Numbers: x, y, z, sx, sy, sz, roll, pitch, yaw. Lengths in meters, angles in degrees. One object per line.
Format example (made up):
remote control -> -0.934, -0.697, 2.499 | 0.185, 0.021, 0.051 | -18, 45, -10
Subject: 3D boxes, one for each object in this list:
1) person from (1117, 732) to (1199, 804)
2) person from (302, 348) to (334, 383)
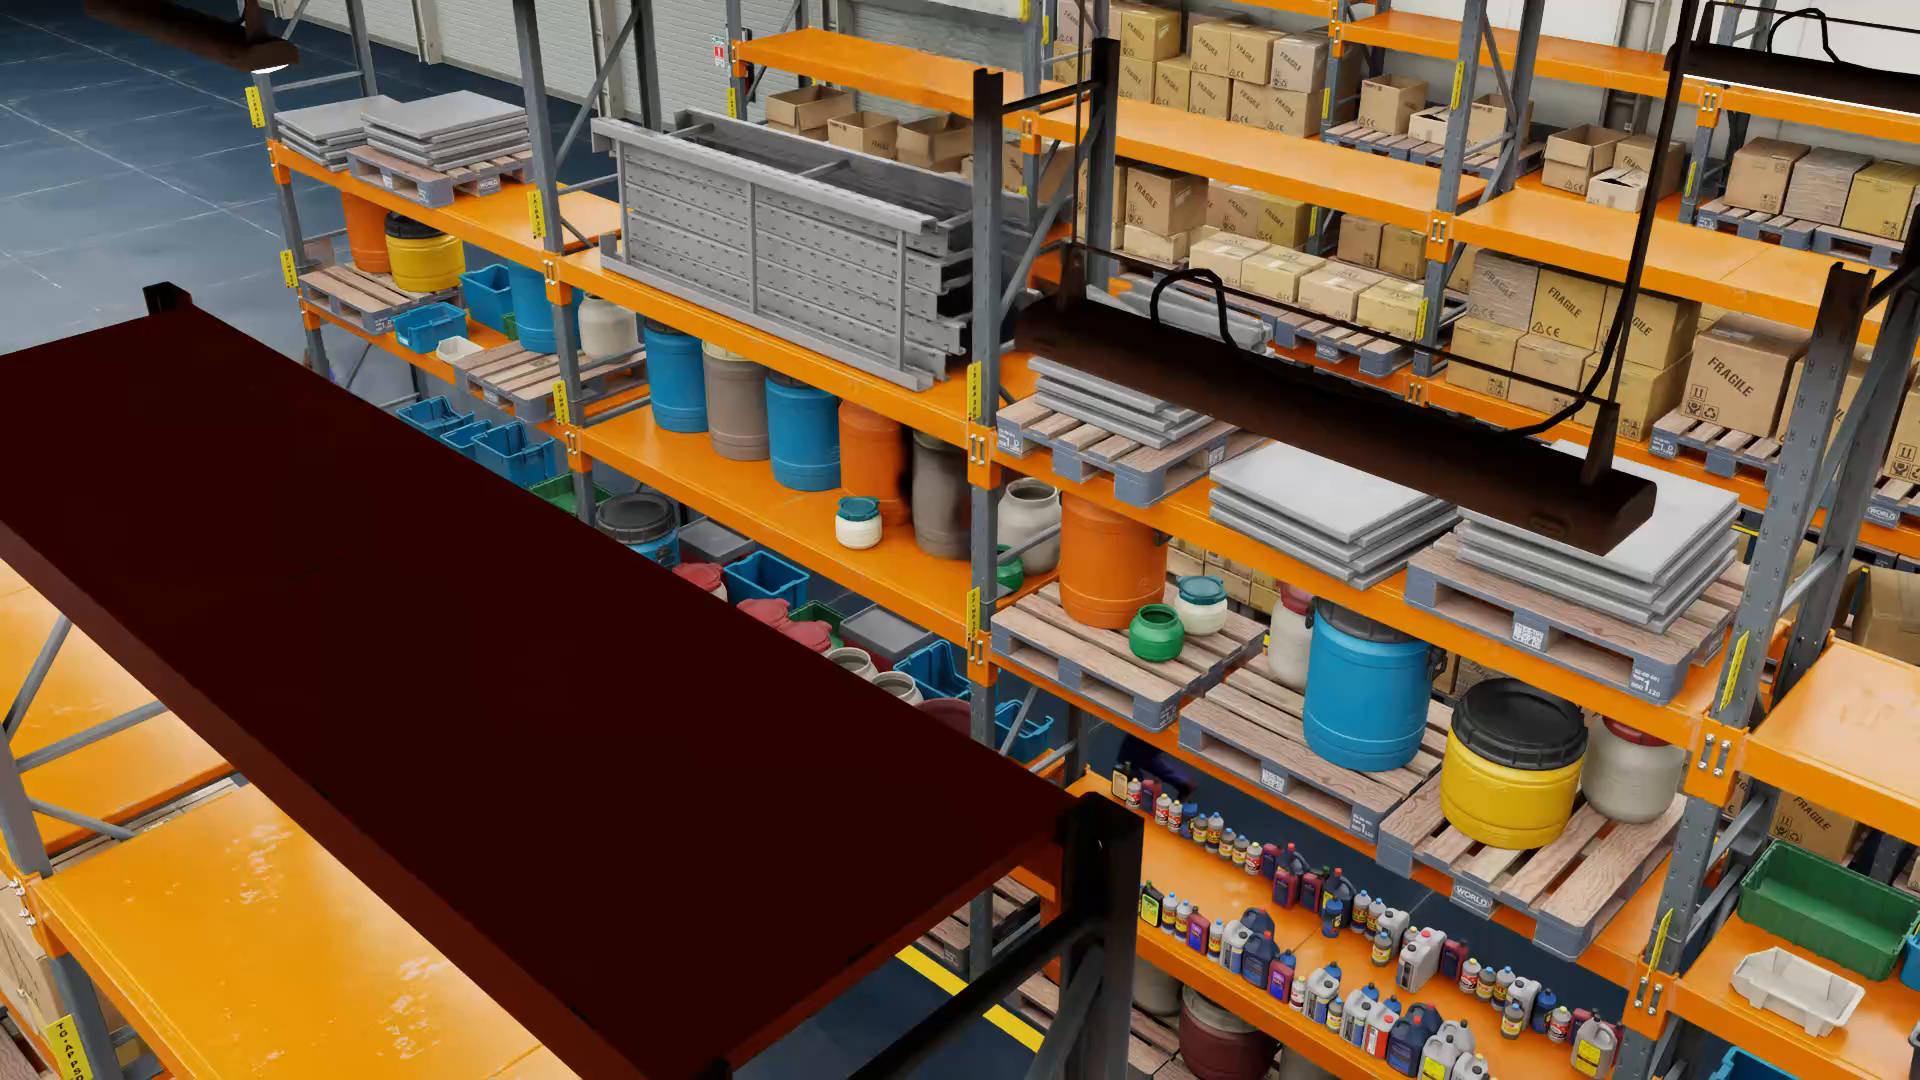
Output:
person -> 1.451, 1.418, 12.126 | 0.575, 1.602, 0.614 | 20, 35, 32
person -> -6.326, -1.135, 16.612 | 0.688, 1.686, 0.603 | -3, 30, -5
